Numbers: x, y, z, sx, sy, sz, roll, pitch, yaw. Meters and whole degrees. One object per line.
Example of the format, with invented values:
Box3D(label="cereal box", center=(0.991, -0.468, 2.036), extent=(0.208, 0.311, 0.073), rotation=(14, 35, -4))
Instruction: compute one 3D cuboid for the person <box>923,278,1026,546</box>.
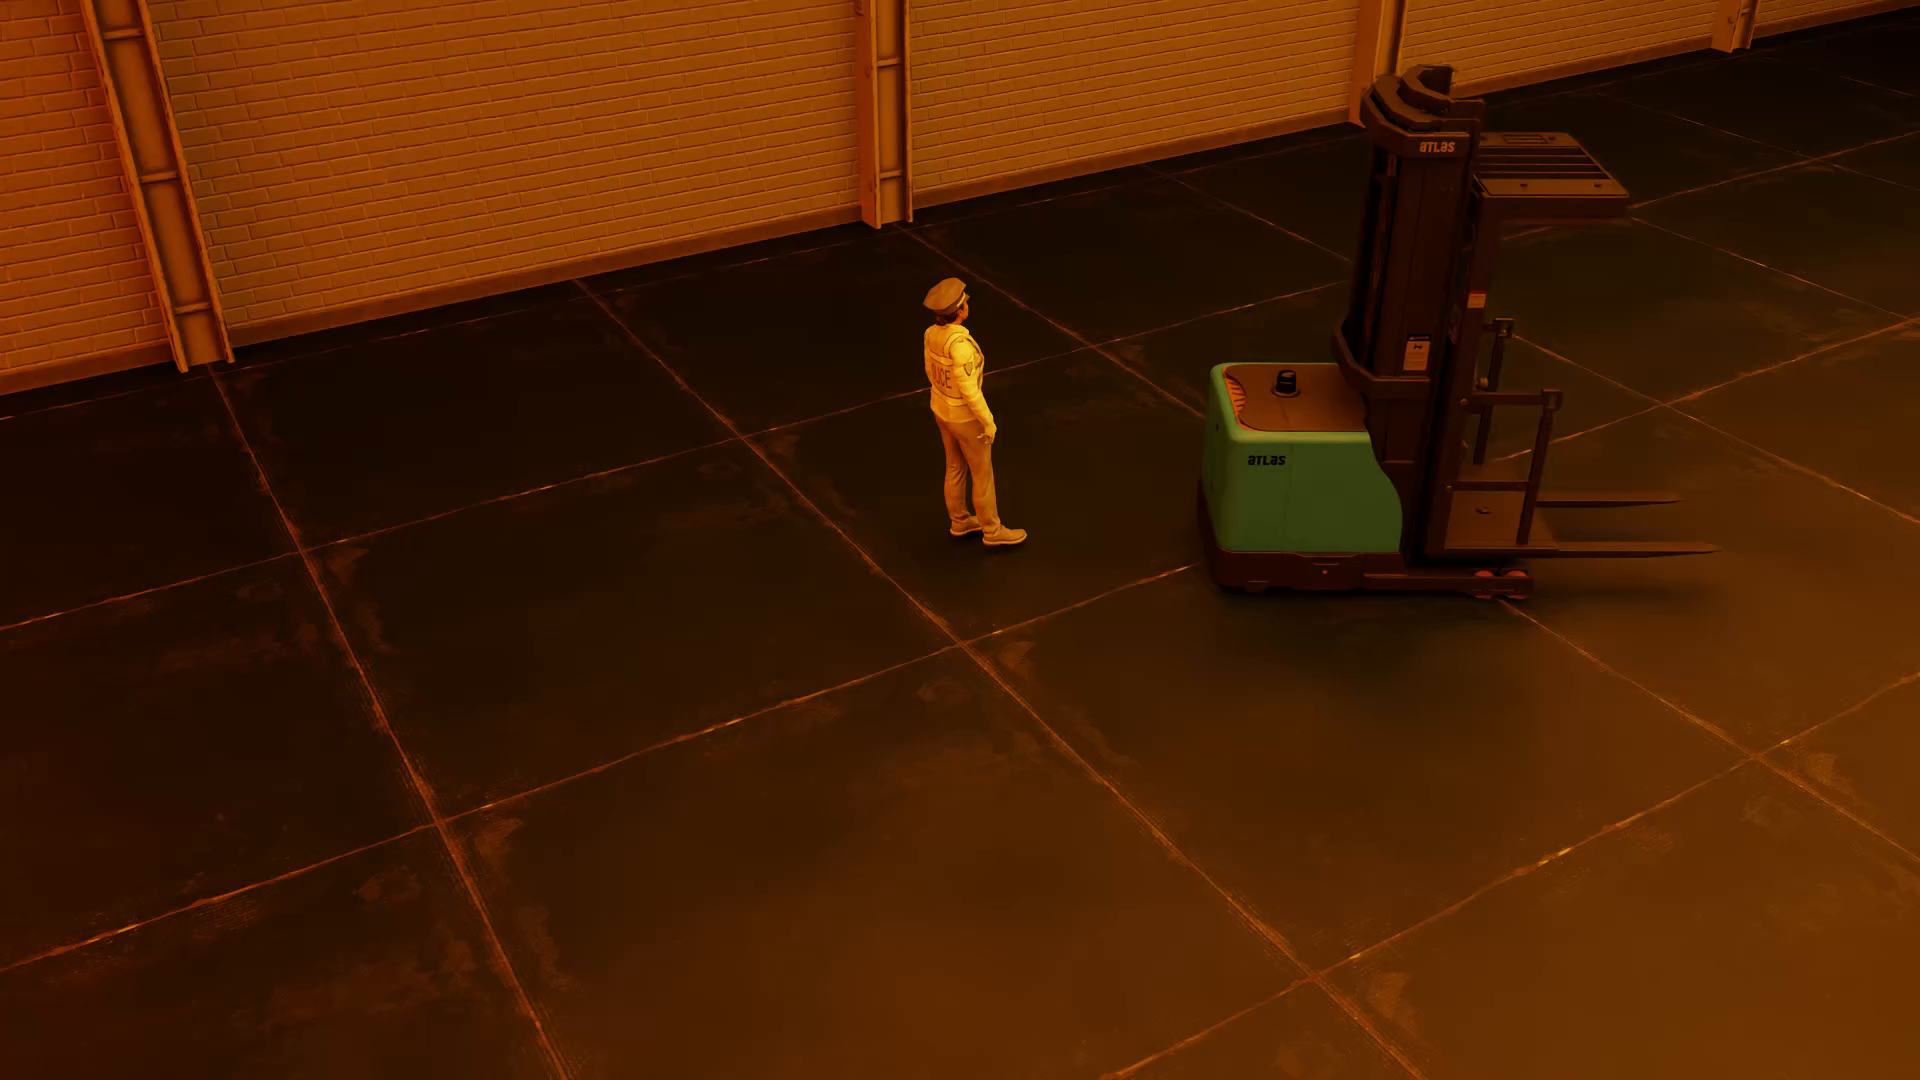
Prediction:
Box3D(label="person", center=(0.062, -0.783, 10.065), extent=(0.531, 1.694, 0.586), rotation=(-17, 35, -26))

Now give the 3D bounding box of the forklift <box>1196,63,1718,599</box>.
Box3D(label="forklift", center=(3.035, -1.181, 9.619), extent=(3.031, 2.935, 1.130), rotation=(0, 31, 0))
